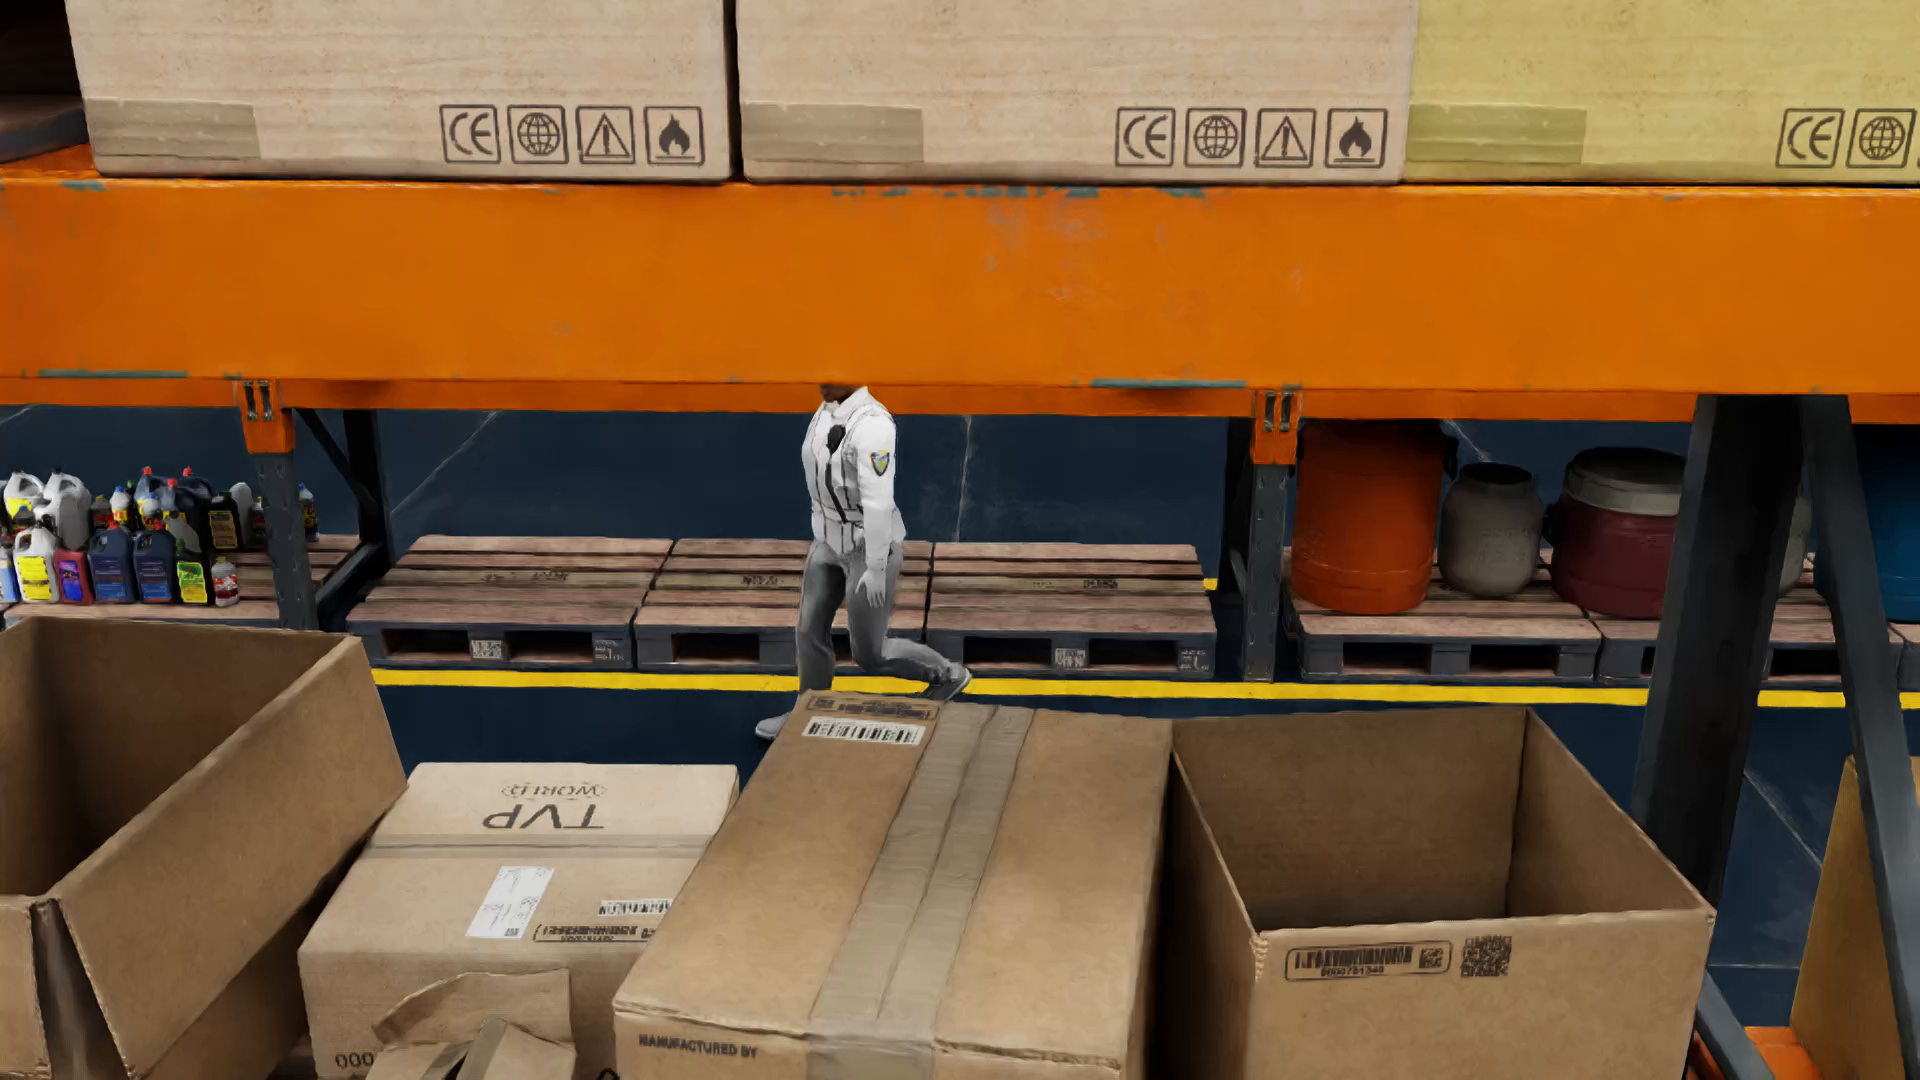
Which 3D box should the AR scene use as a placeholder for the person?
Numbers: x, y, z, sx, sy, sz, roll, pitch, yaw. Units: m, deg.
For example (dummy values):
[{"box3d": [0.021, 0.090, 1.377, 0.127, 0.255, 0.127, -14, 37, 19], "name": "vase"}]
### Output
[{"box3d": [-0.354, -0.004, 6.096, 0.684, 1.637, 0.596, -19, 28, -40], "name": "person"}]
